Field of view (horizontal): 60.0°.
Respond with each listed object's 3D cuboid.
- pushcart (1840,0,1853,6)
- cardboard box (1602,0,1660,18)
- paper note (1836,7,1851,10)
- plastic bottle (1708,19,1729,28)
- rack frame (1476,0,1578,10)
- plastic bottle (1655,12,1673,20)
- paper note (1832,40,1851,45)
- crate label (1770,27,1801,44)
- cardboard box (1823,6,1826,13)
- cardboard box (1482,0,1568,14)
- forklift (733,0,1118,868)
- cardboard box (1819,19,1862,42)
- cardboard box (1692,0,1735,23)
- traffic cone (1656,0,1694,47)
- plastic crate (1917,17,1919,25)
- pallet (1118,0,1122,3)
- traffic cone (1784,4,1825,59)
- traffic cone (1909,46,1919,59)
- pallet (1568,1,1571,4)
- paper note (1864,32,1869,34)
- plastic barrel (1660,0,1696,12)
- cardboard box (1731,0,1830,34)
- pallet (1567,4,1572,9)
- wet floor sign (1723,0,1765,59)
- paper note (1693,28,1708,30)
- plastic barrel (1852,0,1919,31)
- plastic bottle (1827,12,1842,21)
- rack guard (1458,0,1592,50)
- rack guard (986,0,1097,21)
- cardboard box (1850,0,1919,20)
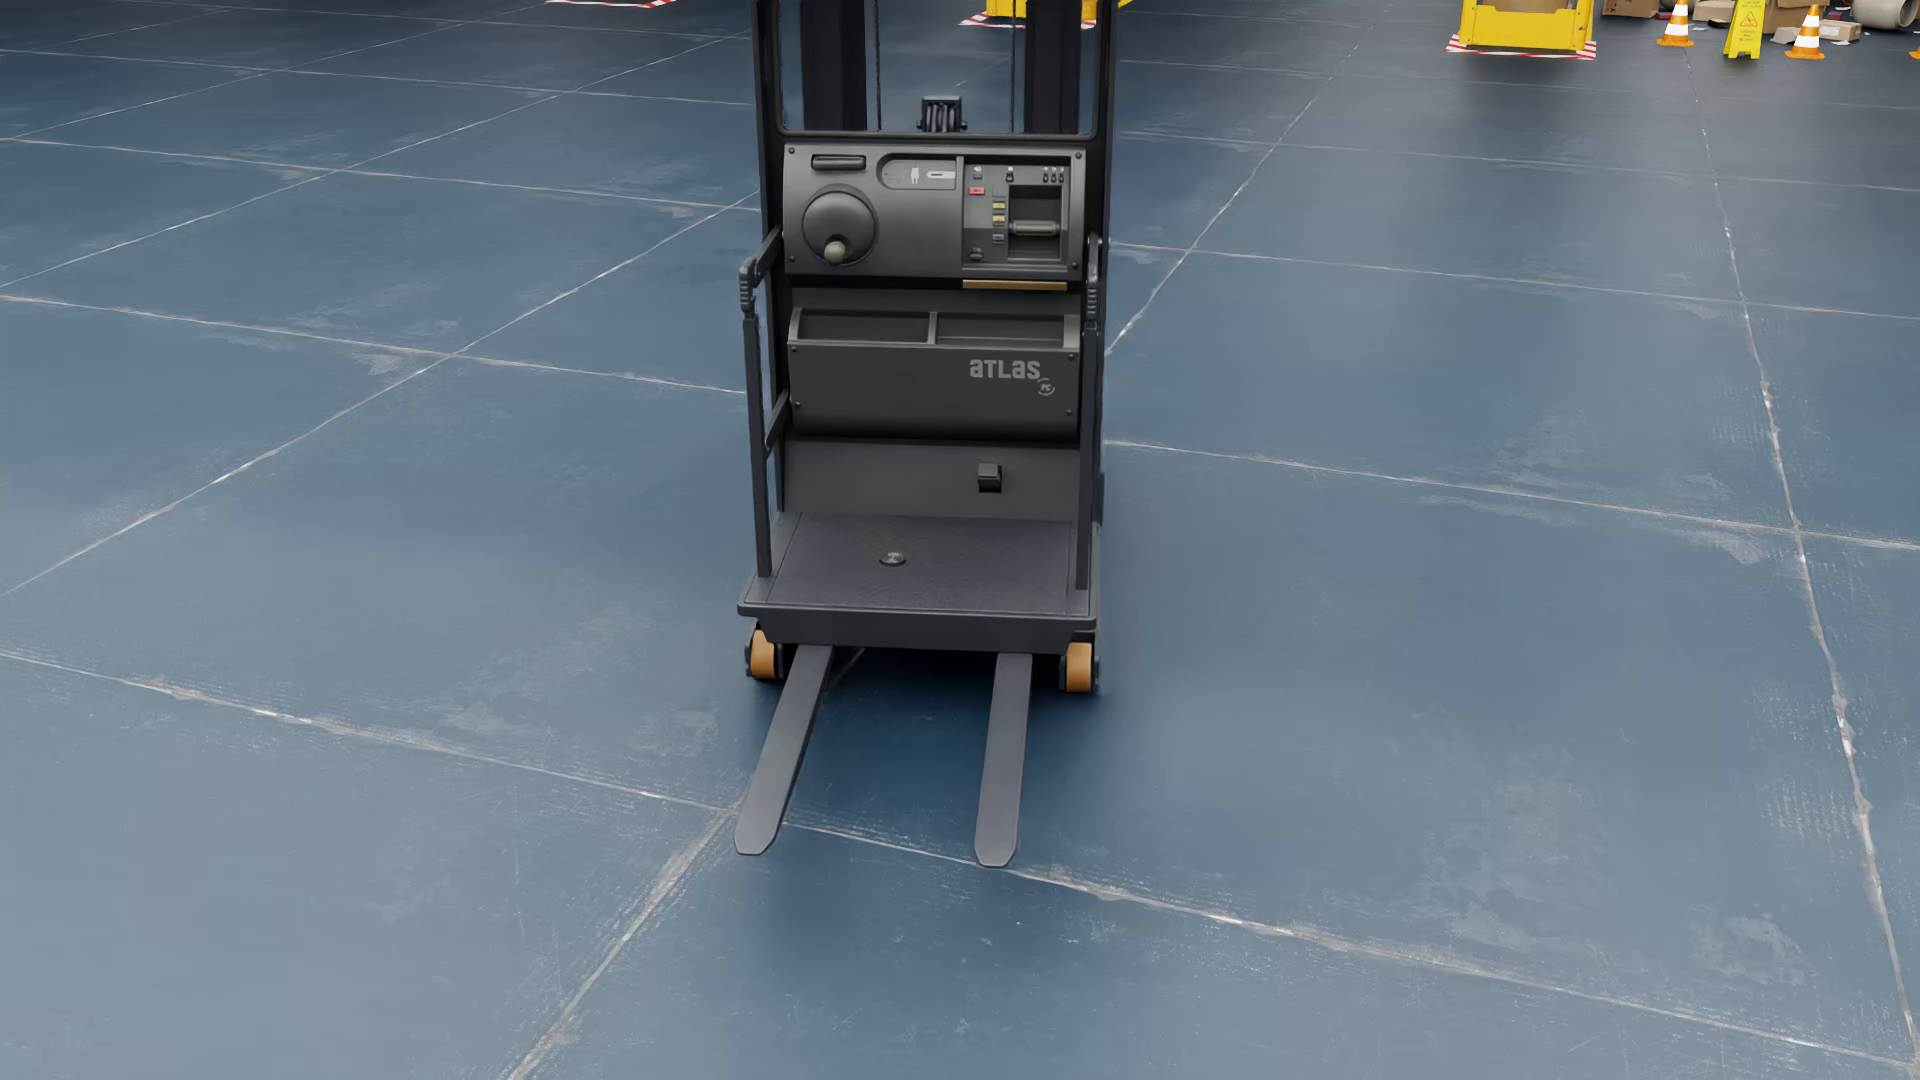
[{"bbox_3d":[9.358,-6.302,18.832,1.648,0.377,0.936,0,26,-1],"label":"pushcart"},{"bbox_3d":[7.275,-5.938,17.937,0.500,0.500,0.500,14,29,26],"label":"cardboard box"},{"bbox_3d":[9.740,-5.865,18.329,0.148,0.019,0.142,9,27,17],"label":"paper note"},{"bbox_3d":[7.858,-5.366,17.262,0.133,0.061,0.283,0,26,-1],"label":"plastic bottle"},{"bbox_3d":[5.492,-6.204,15.622,1.000,3.000,0.127,9,27,17],"label":"rack frame"},{"bbox_3d":[7.566,-5.579,17.703,0.283,0.061,0.133,0,26,-1],"label":"plastic bottle"},{"bbox_3d":[8.631,-4.869,16.271,0.148,0.019,0.142,0,26,-1],"label":"paper note"},{"bbox_3d":[8.164,-4.957,16.330,0.250,0.136,0.298,-5,26,-9],"label":"crate label"},{"bbox_3d":[9.230,-5.918,18.168,0.258,0.266,0.396,-9,27,-18],"label":"cardboard box"},{"bbox_3d":[5.656,-5.725,16.589,0.875,0.875,0.875,9,27,18],"label":"cardboard box"},{"bbox_3d":[-0.097,-0.986,4.923,1.130,2.935,3.031,2,26,4],"label":"forklift"},{"bbox_3d":[8.725,-5.076,16.564,0.250,0.149,0.380,-20,33,-36],"label":"cardboard box"},{"bbox_3d":[7.988,-5.644,17.603,0.396,0.266,0.258,14,29,26],"label":"cardboard box"},{"bbox_3d":[7.008,-5.075,16.201,0.336,0.463,0.334,9,27,17],"label":"traffic cone"},{"bbox_3d":[10.229,-5.332,17.170,0.402,0.080,0.583,0,26,-1],"label":"plastic crate"},{"bbox_3d":[1.178,-6.070,18.545,1.003,0.211,1.213,9,27,17],"label":"pallet"},{"bbox_3d":[7.961,-4.771,15.574,0.336,0.463,0.334,9,27,17],"label":"traffic cone"},{"bbox_3d":[9.121,-4.750,15.530,0.336,0.463,0.334,9,27,17],"label":"traffic cone"},{"bbox_3d":[6.092,-5.789,17.964,1.003,0.211,1.213,9,27,17],"label":"pallet"},{"bbox_3d":[9.175,-5.125,16.823,0.032,0.001,0.123,9,27,17],"label":"paper note"},{"bbox_3d":[7.893,-6.000,18.157,0.421,0.421,0.512,-14,29,-27],"label":"plastic barrel"},{"bbox_3d":[8.391,-5.494,17.019,0.797,0.503,0.637,-9,27,-18],"label":"cardboard box"},{"bbox_3d":[5.685,-5.289,16.932,1.003,0.211,1.213,9,27,17],"label":"pallet"},{"bbox_3d":[7.350,-4.846,15.518,0.267,0.644,0.232,4,26,8],"label":"wet floor sign"},{"bbox_3d":[7.601,-5.248,17.057,0.144,0.017,0.142,20,32,35],"label":"paper note"},{"bbox_3d":[9.454,-5.437,16.994,0.421,0.421,0.512,-14,29,-27],"label":"plastic barrel"},{"bbox_3d":[9.327,-5.591,17.727,0.133,0.061,0.283,14,29,26],"label":"plastic bottle"},{"bbox_3d":[5.484,-5.070,16.147,1.175,0.500,0.348,9,27,17],"label":"rack guard"},{"bbox_3d":[0.874,-5.871,17.803,1.175,0.500,0.348,9,27,17],"label":"rack guard"},{"bbox_3d":[9.885,-5.805,17.663,0.500,0.500,0.500,-14,29,-27],"label":"cardboard box"}]
